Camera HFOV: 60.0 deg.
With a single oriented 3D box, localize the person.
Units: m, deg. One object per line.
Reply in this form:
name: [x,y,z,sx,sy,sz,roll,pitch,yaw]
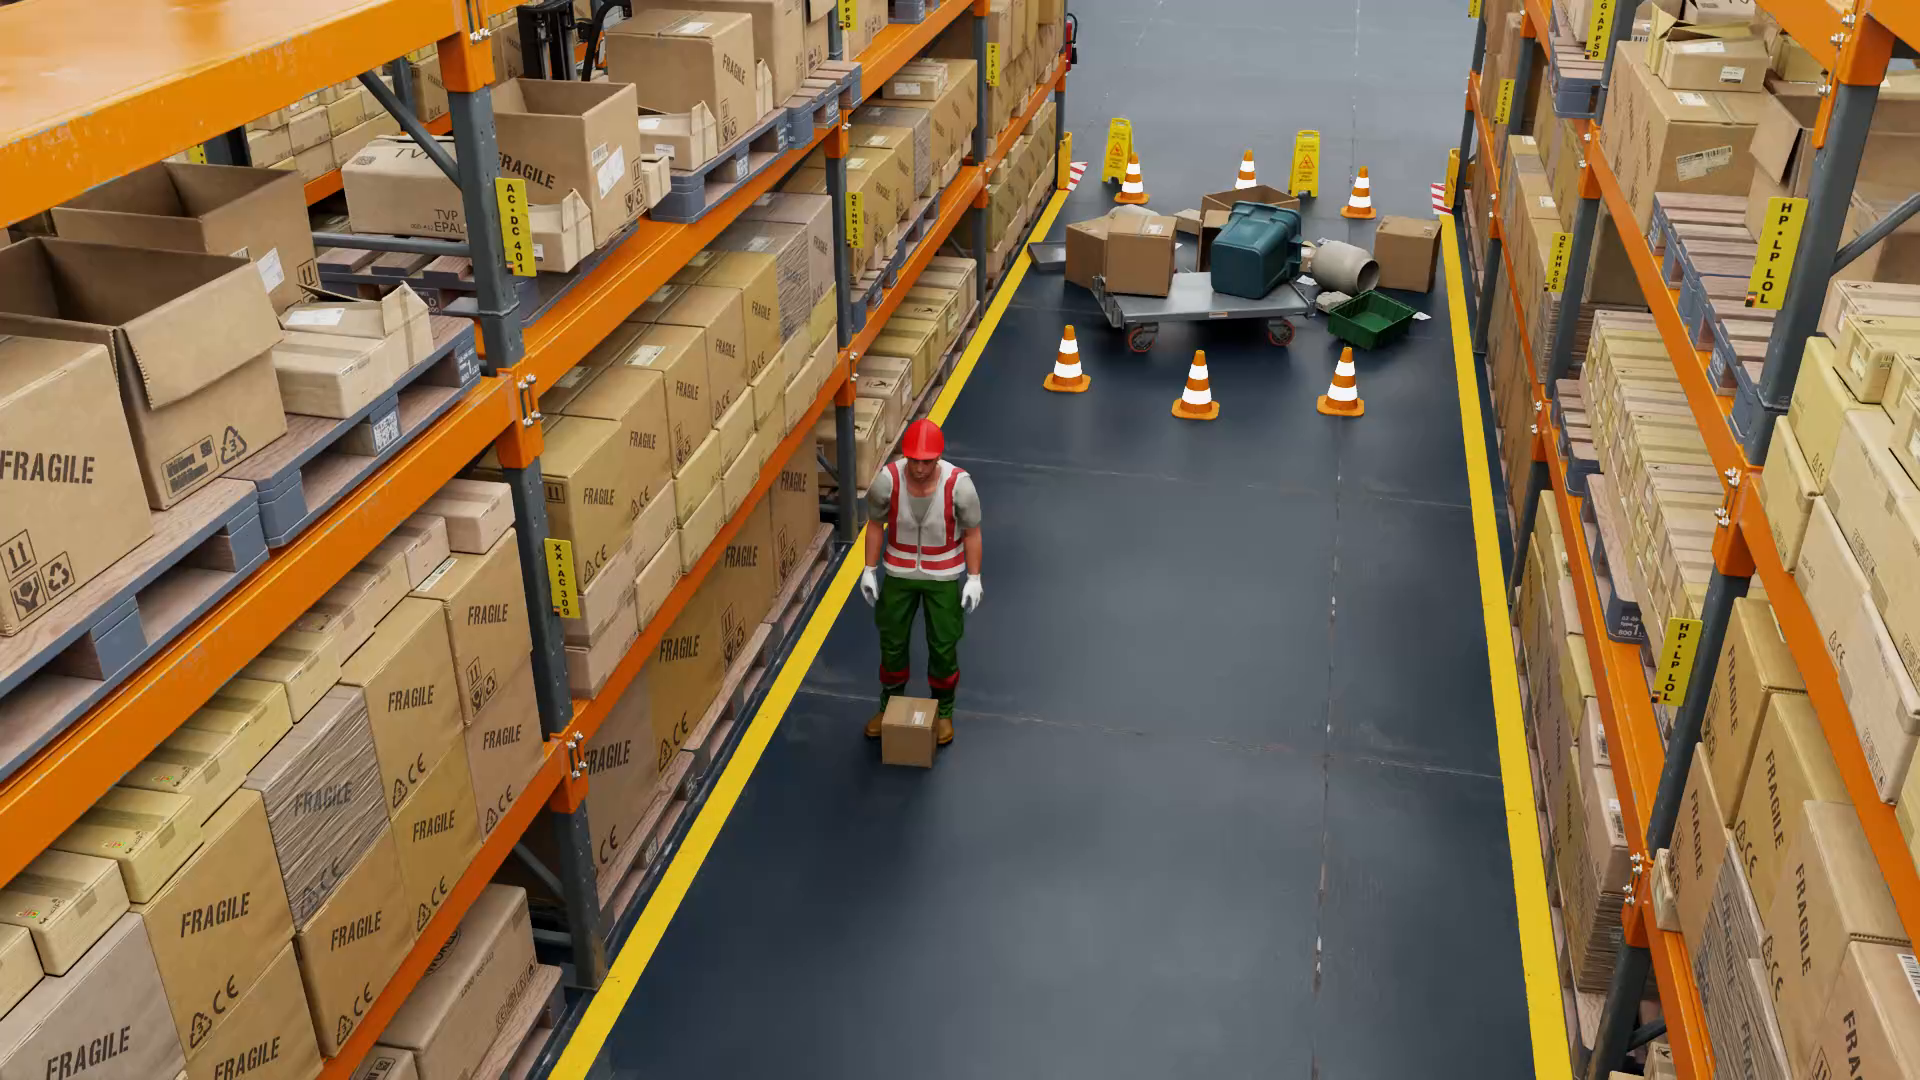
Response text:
person: [-0.189,0.196,8.247,0.617,1.778,0.453,4,29,7]
